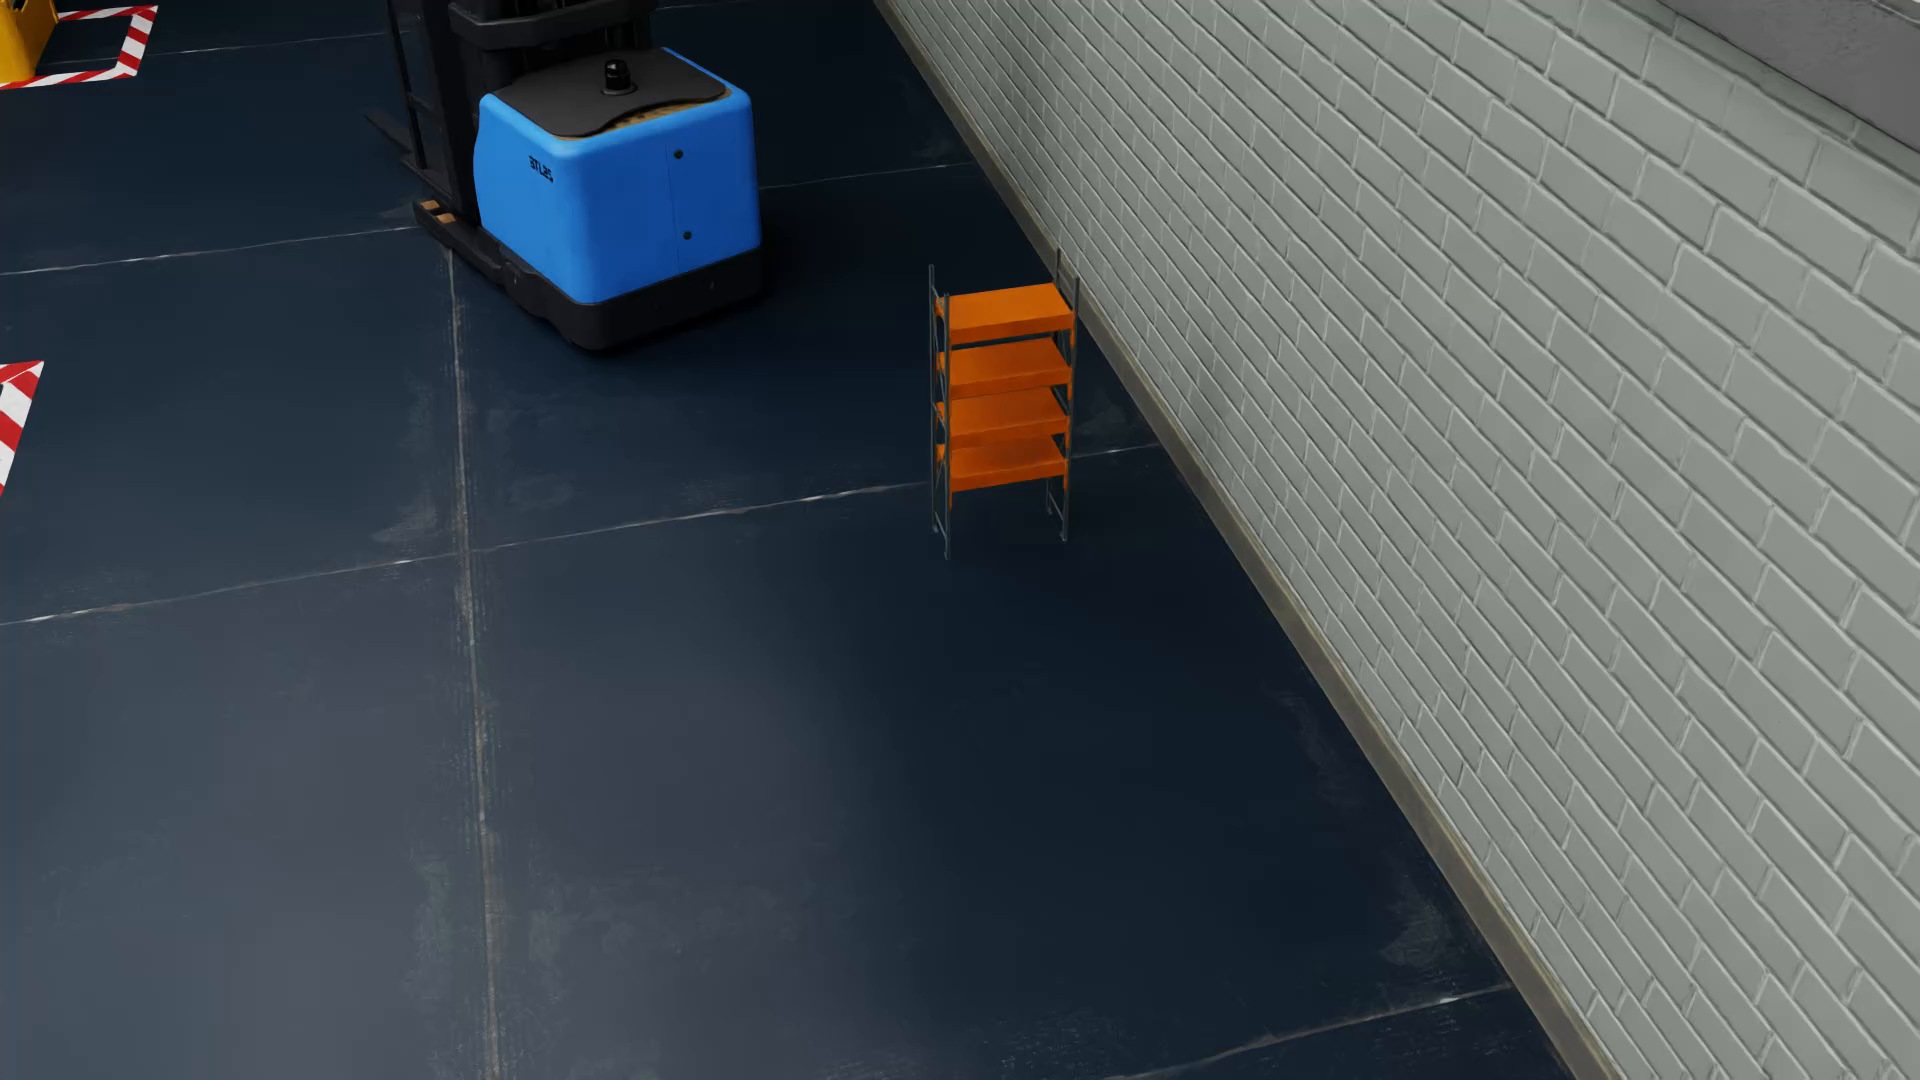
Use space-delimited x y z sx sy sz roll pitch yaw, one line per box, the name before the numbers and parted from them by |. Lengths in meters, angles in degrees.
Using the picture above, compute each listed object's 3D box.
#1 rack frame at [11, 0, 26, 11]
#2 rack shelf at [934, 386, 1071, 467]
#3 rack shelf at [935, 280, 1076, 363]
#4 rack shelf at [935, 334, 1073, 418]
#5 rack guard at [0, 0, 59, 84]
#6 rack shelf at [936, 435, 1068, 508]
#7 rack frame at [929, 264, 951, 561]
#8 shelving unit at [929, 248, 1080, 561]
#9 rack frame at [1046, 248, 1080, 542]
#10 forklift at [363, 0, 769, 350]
rack frame | -6.237 -4.424 10.064 0.127 3.000 1.000 -9 38 -12
rack shelf | 0.160 -0.449 6.461 0.480 0.148 0.258 -9 38 -12
rack shelf | 0.160 -0.815 6.181 0.480 0.148 0.258 -9 38 -12
rack shelf | 0.160 -0.627 6.325 0.480 0.148 0.258 -9 38 -12
rack guard | -6.213 -3.435 10.828 0.348 0.500 1.175 -9 38 -12
rack shelf | 0.160 -0.292 6.581 0.480 0.148 0.258 -9 38 -12
rack frame | -0.076 -0.464 6.369 0.015 1.200 0.240 -9 38 -12
shelving unit | 0.160 -0.503 6.420 0.503 1.200 0.258 -9 38 -12
rack frame | 0.395 -0.541 6.470 0.015 1.200 0.240 -9 38 -12
forklift | -2.262 -2.889 8.115 1.130 2.935 3.031 -26 44 -30
